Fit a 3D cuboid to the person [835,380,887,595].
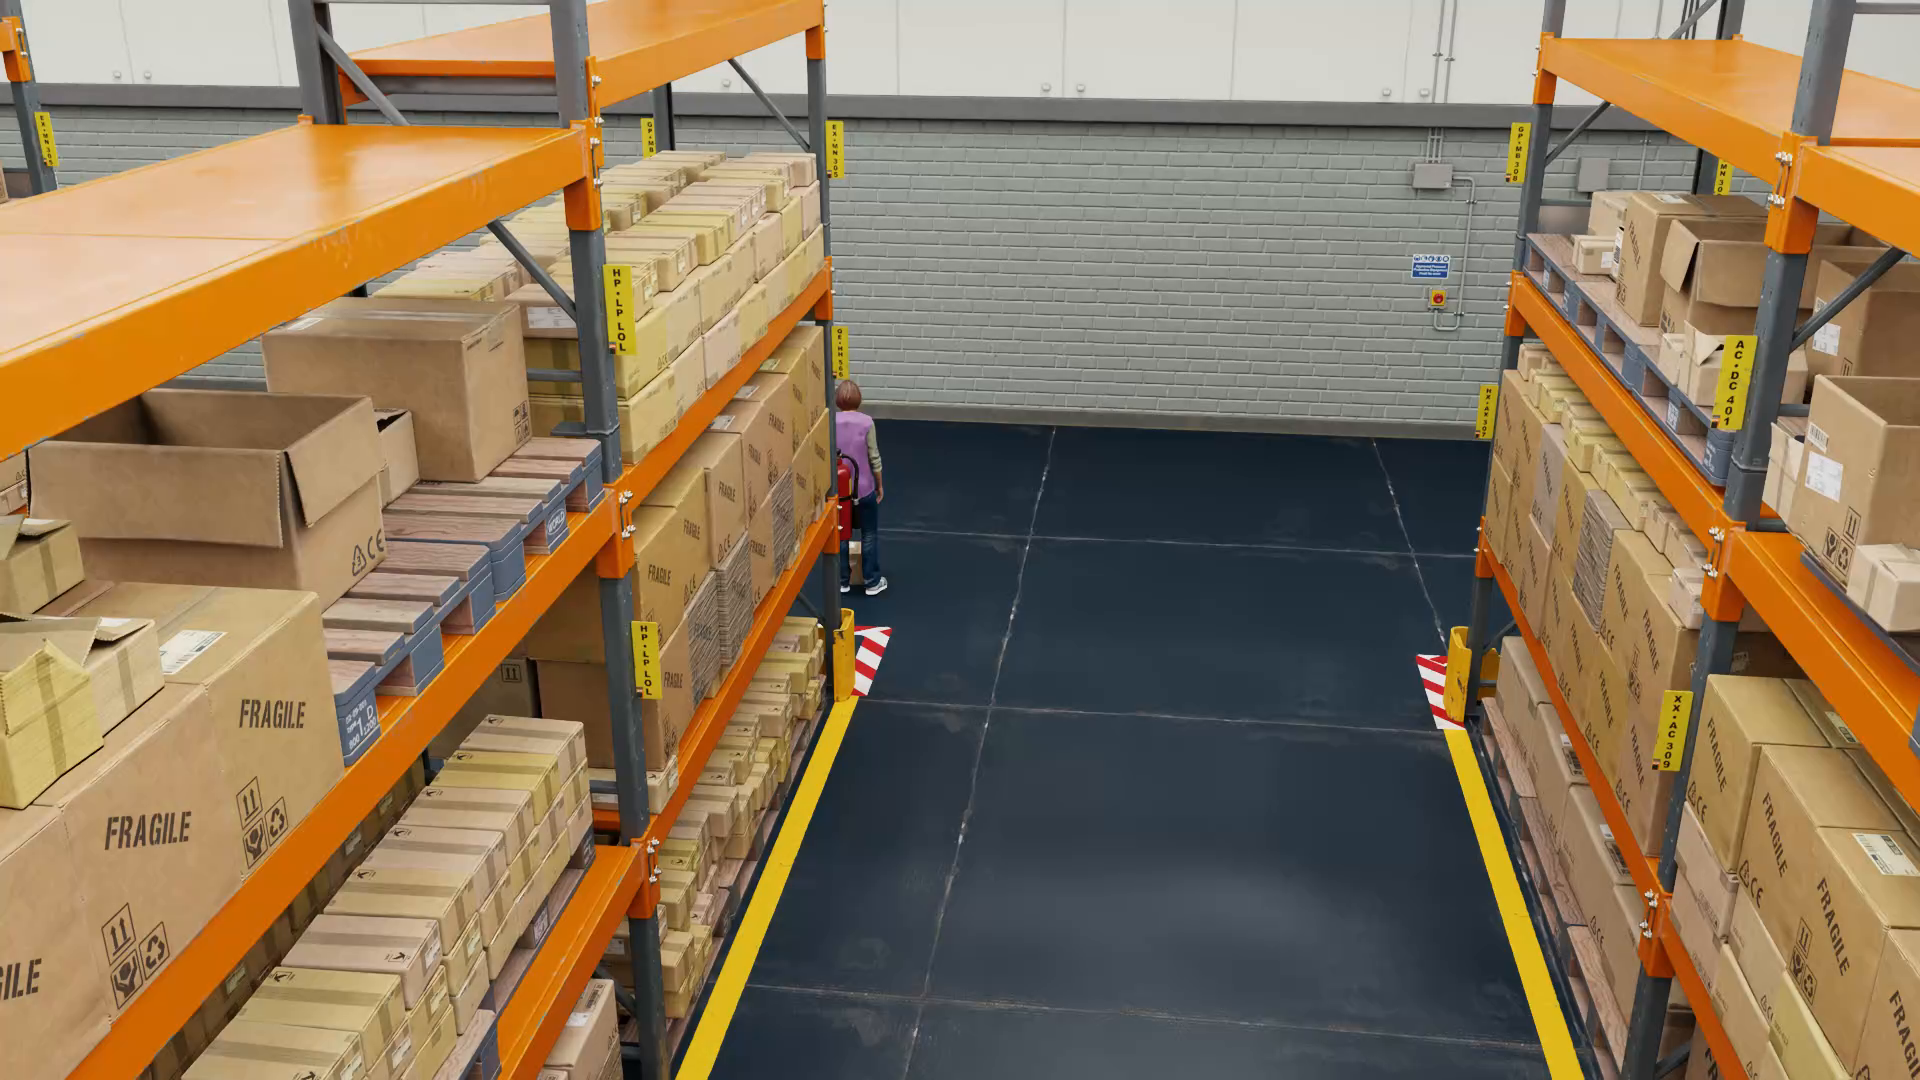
[{"bbox_3d":[-0.783,-0.353,12.043,0.463,1.558,0.365,3,22,6],"label":"person"}]
